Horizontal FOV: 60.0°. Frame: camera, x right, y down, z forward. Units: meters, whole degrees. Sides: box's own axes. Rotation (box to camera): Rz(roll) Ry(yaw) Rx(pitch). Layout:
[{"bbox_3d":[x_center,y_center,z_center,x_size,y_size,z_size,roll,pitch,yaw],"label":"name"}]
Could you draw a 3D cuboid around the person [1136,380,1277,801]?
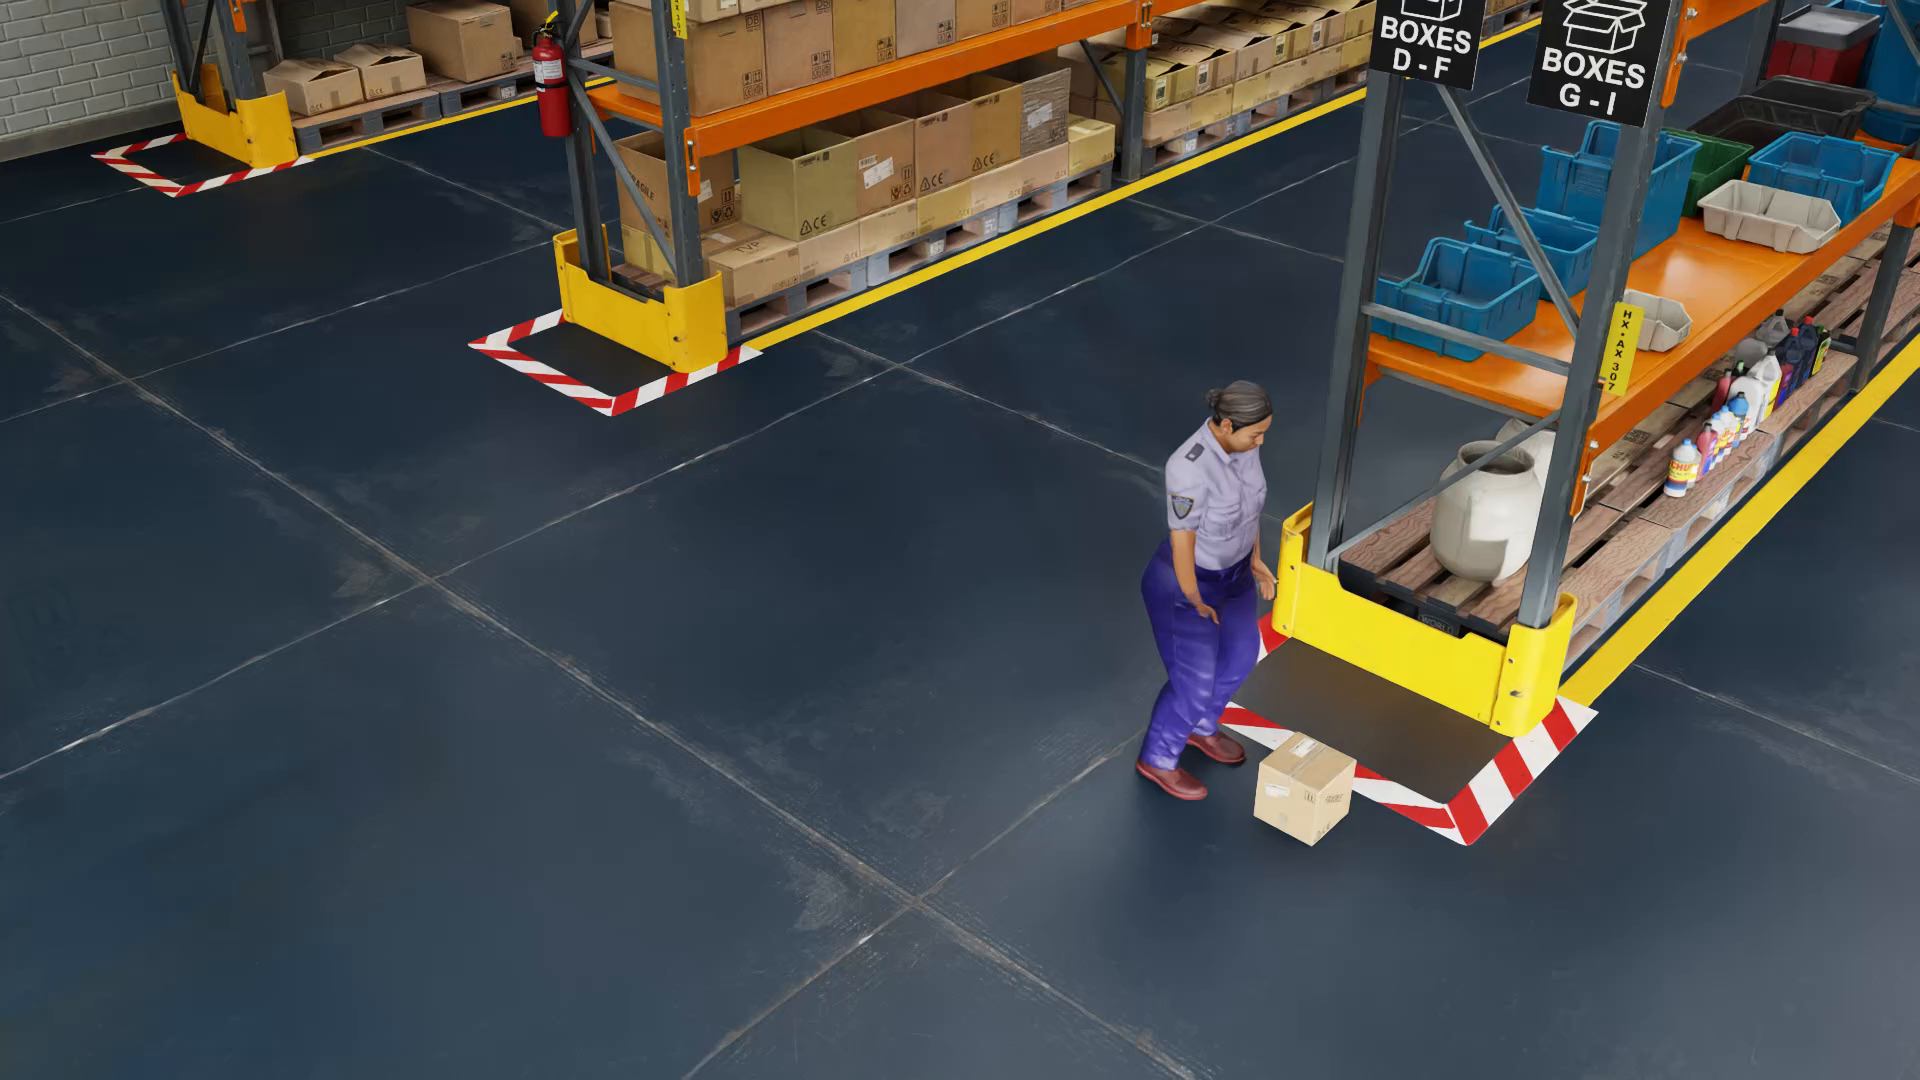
[{"bbox_3d":[0.885,0.149,5.943,0.366,1.621,0.489,24,39,34],"label":"person"}]
